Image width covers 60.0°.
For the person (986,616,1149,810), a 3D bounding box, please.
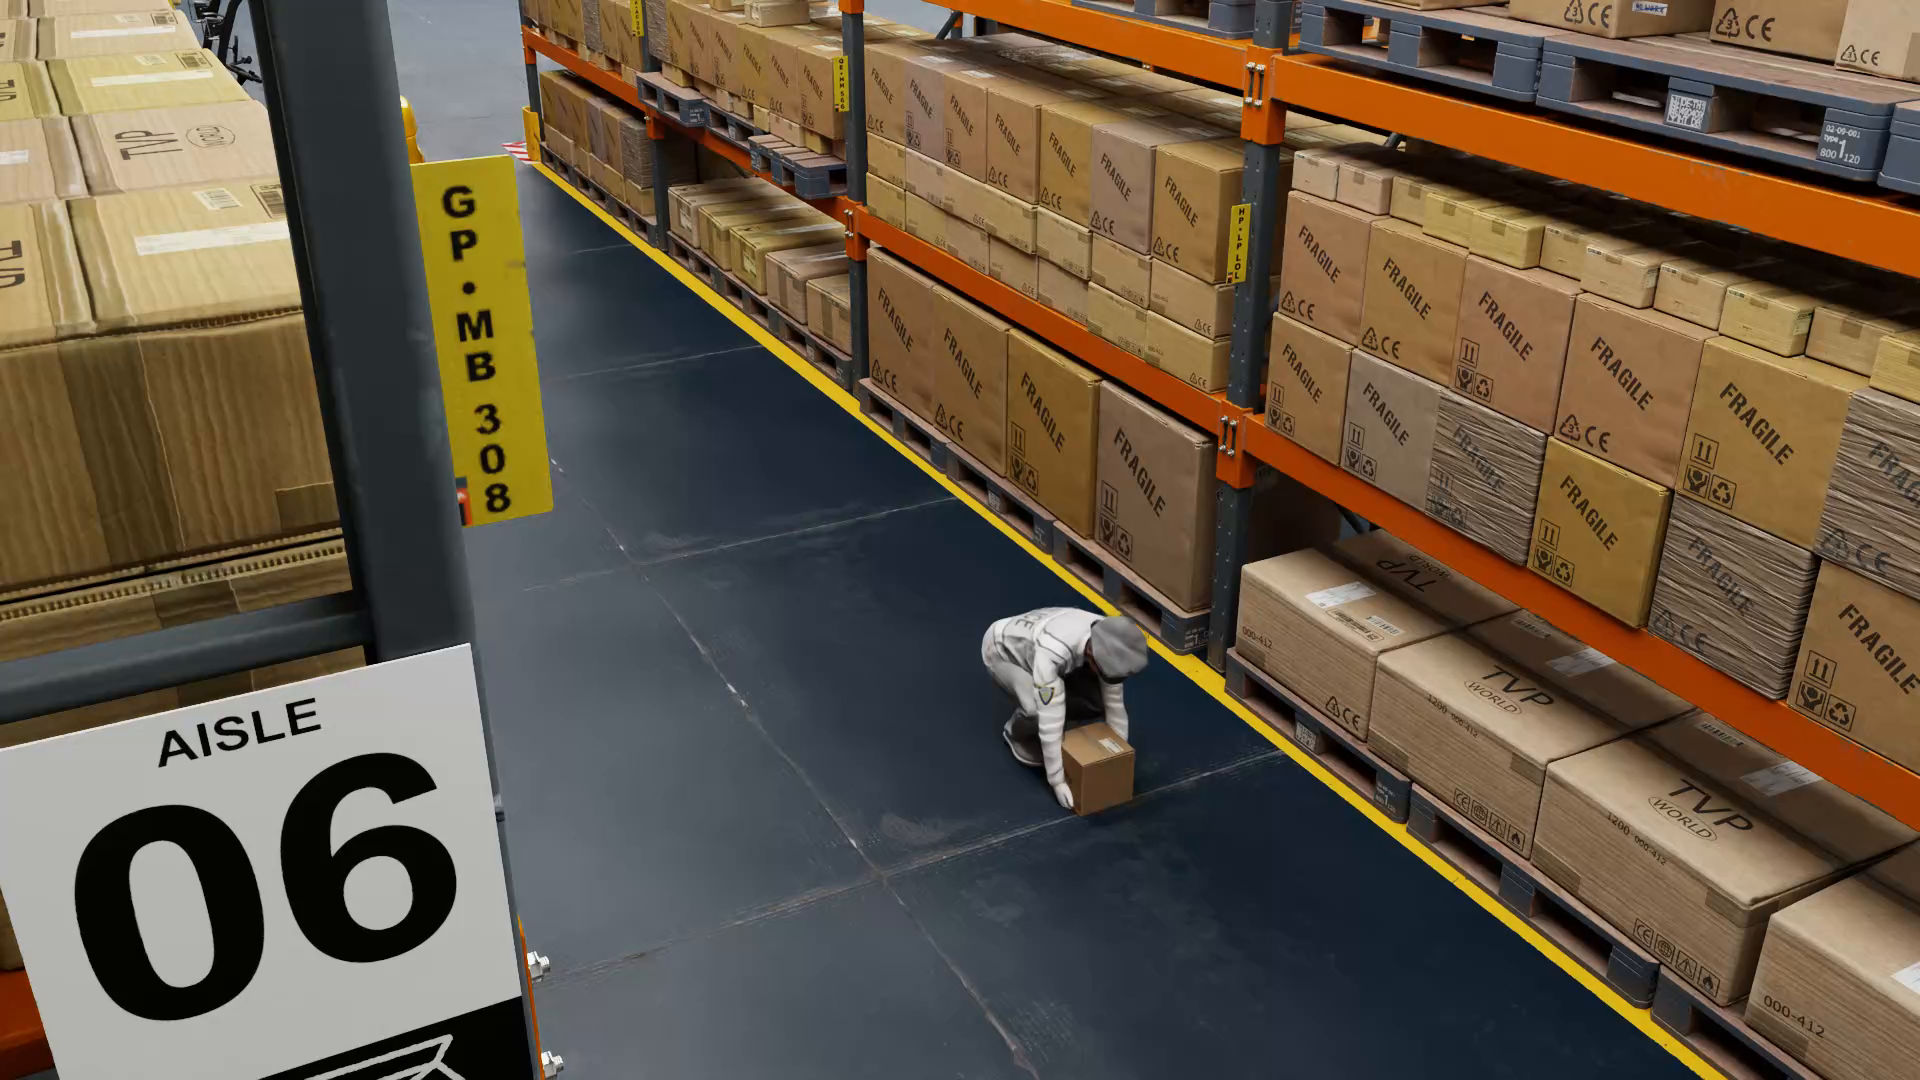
[{"bbox_3d":[0.439,0.595,6.925,0.470,0.852,0.861,-13,29,-25],"label":"person"}]
